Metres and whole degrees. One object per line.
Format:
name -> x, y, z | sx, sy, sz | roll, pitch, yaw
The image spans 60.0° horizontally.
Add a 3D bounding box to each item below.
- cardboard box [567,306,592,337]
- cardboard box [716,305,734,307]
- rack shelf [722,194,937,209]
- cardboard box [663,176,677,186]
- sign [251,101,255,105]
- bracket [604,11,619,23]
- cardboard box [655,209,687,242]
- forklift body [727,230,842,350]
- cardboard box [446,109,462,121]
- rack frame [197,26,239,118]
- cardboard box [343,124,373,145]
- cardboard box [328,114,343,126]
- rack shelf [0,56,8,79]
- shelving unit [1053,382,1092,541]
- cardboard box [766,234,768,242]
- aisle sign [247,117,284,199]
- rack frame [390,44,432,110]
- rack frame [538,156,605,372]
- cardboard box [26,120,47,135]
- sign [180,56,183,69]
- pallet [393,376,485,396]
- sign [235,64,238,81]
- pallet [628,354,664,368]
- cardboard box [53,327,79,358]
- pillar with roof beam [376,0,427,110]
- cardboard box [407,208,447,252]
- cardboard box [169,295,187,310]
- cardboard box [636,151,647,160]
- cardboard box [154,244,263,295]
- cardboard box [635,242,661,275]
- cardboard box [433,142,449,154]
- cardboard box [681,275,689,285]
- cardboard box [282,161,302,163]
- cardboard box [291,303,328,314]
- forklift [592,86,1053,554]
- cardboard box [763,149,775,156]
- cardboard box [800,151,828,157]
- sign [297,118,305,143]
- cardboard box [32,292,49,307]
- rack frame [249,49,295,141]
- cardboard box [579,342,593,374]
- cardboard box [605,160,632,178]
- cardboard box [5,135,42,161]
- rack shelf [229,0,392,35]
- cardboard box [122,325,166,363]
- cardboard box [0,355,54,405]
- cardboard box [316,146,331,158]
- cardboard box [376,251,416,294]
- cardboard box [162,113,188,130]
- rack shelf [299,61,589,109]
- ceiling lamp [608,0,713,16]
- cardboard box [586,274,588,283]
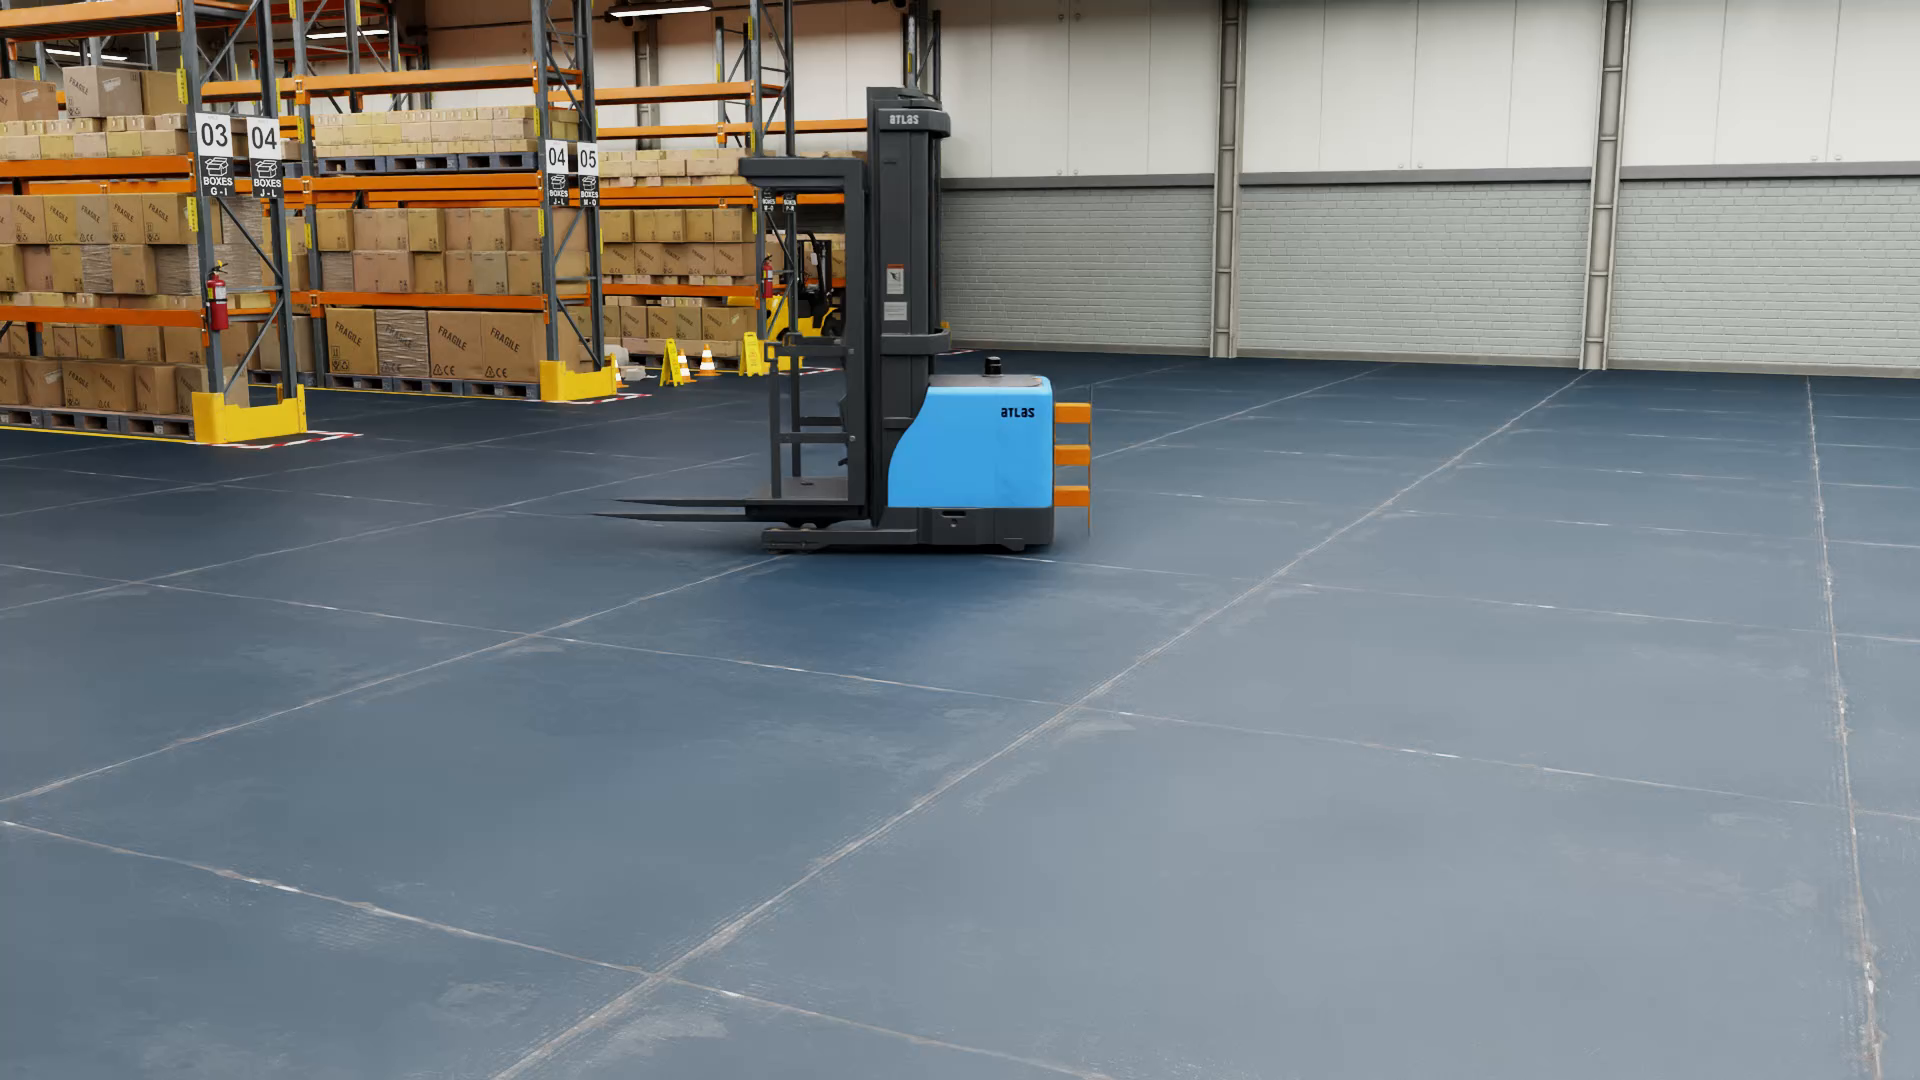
cardboard box -> -5.988, -3.559, 26.908 | 0.500, 0.500, 0.500 | 6, 12, 29
cardboard box -> -3.904, -3.483, 26.490 | 0.500, 0.500, 0.500 | 5, 11, 24
rack shelf -> -2.411, -6.183, 30.570 | 4.000, 0.370, 1.077 | 5, 11, 26
cardboard box -> -4.390, -5.552, 25.767 | 0.250, 0.149, 0.380 | 5, 11, 24
sign -> -15.206, -9.529, 35.766 | 0.005, 0.325, 0.100 | 5, 11, 26
bracket -> -6.753, -10.275, 32.626 | 0.430, 0.232, 0.235 | 5, 11, 26
cardboard box -> -4.319, -4.869, 25.784 | 0.500, 0.500, 0.700 | 5, 11, 25
forklift body -> -3.125, -4.344, 29.194 | 1.214, 2.155, 2.313 | 5, 11, 26
cardboard box -> -6.272, -5.365, 21.037 | 0.250, 0.149, 0.380 | 5, 11, 26
rack frame -> -13.572, -8.008, 30.211 | 0.127, 3.000, 1.000 | 5, 11, 26
cardboard box -> -7.729, -5.309, 21.845 | 0.500, 0.250, 0.500 | 5, 11, 25
cardboard box -> -8.092, -5.525, 21.920 | 0.250, 0.149, 0.380 | 5, 11, 25
rack shelf -> -12.576, -5.402, 18.954 | 4.000, 0.370, 1.077 | 5, 11, 26
shelving unit -> 0.753, -0.526, 11.189 | 0.252, 1.050, 0.215 | 0, 10, 2
cardboard box -> -3.543, -5.636, 31.013 | 0.250, 0.149, 0.380 | 5, 11, 25
aisle sign -> -7.007, -3.850, 16.782 | 0.004, 0.787, 0.394 | 5, 11, 26
rack frame -> -11.379, -8.801, 34.593 | 0.127, 3.000, 1.000 | 5, 11, 26
rack frame -> -4.910, -3.312, 21.109 | 0.127, 3.000, 1.000 | 5, 11, 26
cardboard box -> -9.441, -4.270, 17.280 | 0.250, 0.149, 0.380 | 5, 11, 25
sign -> -13.839, -8.459, 29.635 | 0.005, 0.325, 0.100 | 5, 11, 26
pallet -> -6.752, -2.087, 22.169 | 1.213, 0.211, 1.003 | 5, 11, 26
sign -> -13.343, -8.595, 30.605 | 0.005, 0.325, 0.100 | 5, 11, 26
pallet -> -4.682, -2.911, 26.720 | 1.213, 0.211, 1.003 | 5, 11, 26
cardboard box -> -13.254, -2.971, 25.062 | 0.500, 0.500, 0.500 | 6, 12, 28
pillar with roof beam -> -13.509, -8.313, 31.893 | 0.548, 9.000, 9.100 | 5, 11, 26
cardboard box -> -6.735, -4.068, 21.833 | 0.500, 0.550, 0.875 | 5, 11, 26
cardboard box -> -7.766, -2.414, 16.849 | 0.250, 0.149, 0.380 | 5, 11, 26
cardboard box -> -4.829, -5.984, 25.918 | 0.250, 0.149, 0.380 | 5, 12, 27
cardboard box -> -7.676, -2.771, 17.004 | 0.500, 0.500, 0.875 | 5, 11, 26
cardboard box -> -4.759, -4.428, 26.159 | 0.500, 0.500, 0.500 | 5, 11, 26
cardboard box -> -6.497, -4.993, 21.217 | 0.250, 0.149, 0.380 | 5, 11, 26
cardboard box -> -4.149, -4.066, 25.981 | 0.250, 0.149, 0.380 | 5, 11, 27
cardboard box -> -9.317, -5.357, 23.230 | 0.380, 0.149, 0.250 | 5, 11, 26
cardboard box -> -11.365, -4.041, 29.922 | 0.875, 0.875, 0.875 | 5, 11, 27
forklift -> -0.897, -1.443, 10.975 | 3.031, 2.935, 1.130 | 0, 10, 2
cardboard box -> -3.039, -5.916, 25.540 | 0.250, 0.149, 0.380 | 5, 11, 25
cardboard box -> -2.504, -6.831, 30.380 | 0.637, 0.503, 0.797 | 5, 12, 28
sign -> -8.729, -5.425, 22.026 | 0.005, 0.325, 0.100 | 5, 11, 26
cardboard box -> -9.591, -2.560, 17.658 | 0.250, 0.149, 0.380 | 5, 11, 26
rack frame -> -14.966, -9.117, 36.335 | 0.127, 3.000, 1.000 | 5, 11, 26
cardboard box -> -5.506, -2.616, 24.274 | 0.637, 0.503, 0.797 | -2, 11, -14
cardboard box -> -5.214, -5.815, 26.103 | 0.500, 0.250, 0.500 | 5, 11, 26
cardboard box -> -9.575, -4.087, 17.390 | 0.500, 0.250, 0.500 | 5, 11, 24
rack shelf -> -11.778, -9.132, 29.109 | 4.000, 0.370, 1.077 | 5, 11, 26
cardboard box -> -11.578, -2.980, 24.410 | 0.750, 0.750, 1.050 | 5, 11, 25
cardboard box -> -10.442, -1.782, 18.493 | 0.500, 0.500, 0.500 | 5, 11, 24
cardboard box -> -8.321, -5.153, 22.101 | 0.250, 0.149, 0.380 | 5, 11, 25
cardboard box -> -7.226, -3.573, 22.128 | 0.550, 0.550, 0.875 | 5, 11, 26
cardboard box -> -7.582, -4.098, 16.332 | 0.250, 0.149, 0.380 | 5, 11, 26
rack shelf -> -6.704, -5.871, 21.545 | 4.000, 0.370, 1.077 | 5, 11, 26
ceiling lamp -> -5.053, -10.681, 28.590 | 2.000, 3.185, 0.800 | 5, 11, 26
cardboard box -> -6.008, -4.215, 26.800 | 0.250, 0.149, 0.380 | 5, 12, 27
